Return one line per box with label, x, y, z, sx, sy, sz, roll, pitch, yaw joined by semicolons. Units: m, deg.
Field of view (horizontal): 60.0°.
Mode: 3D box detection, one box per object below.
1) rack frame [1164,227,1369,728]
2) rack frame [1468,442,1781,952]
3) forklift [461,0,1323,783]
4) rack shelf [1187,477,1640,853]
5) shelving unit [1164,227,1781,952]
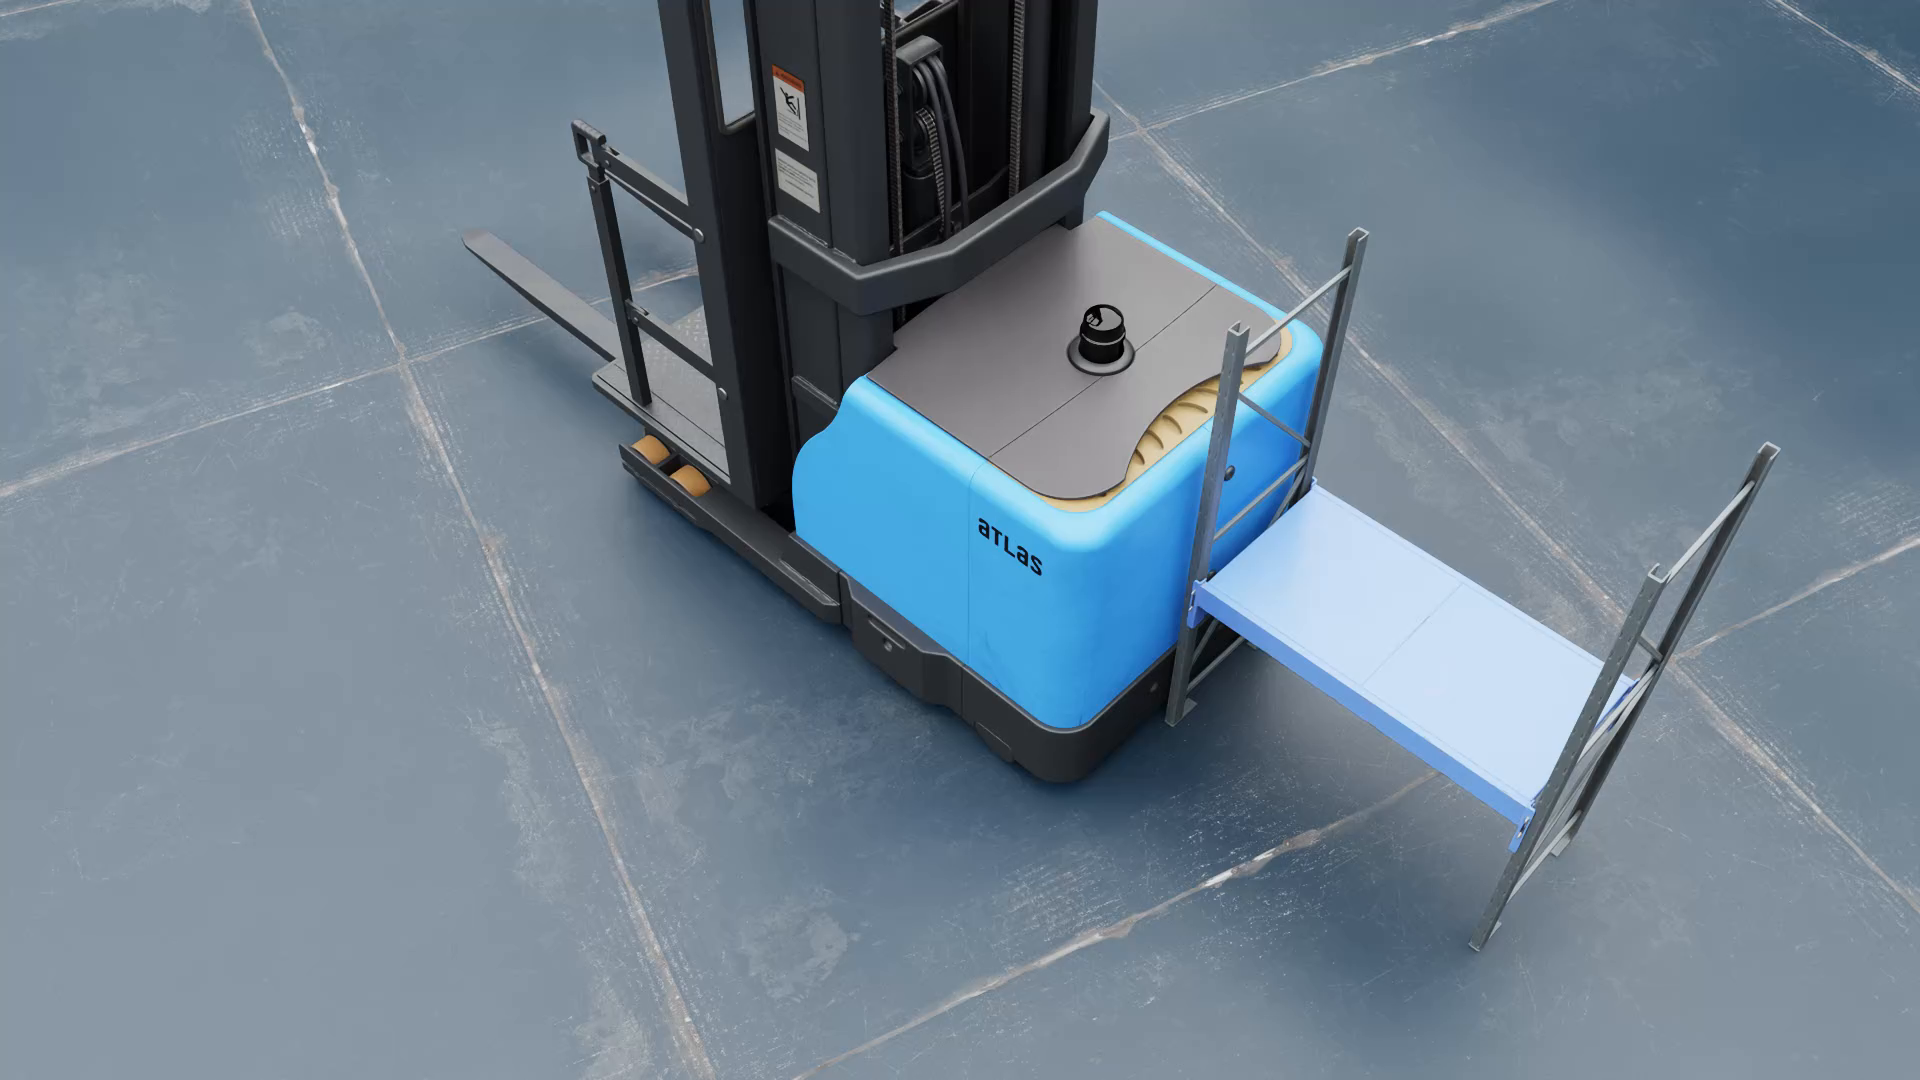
rack frame;0.773;-0.097;4.339;0.032;1.500;0.500;36;58;27
rack frame;1.506;0.433;3.875;0.032;1.500;0.500;36;58;27
forklift;-0.450;-1.290;4.431;3.031;2.935;1.130;36;58;27
rack shelf;1.140;0.286;4.242;1.000;0.185;0.538;36;58;27
shelving unit;1.140;0.168;4.107;1.048;1.500;0.538;36;58;27
